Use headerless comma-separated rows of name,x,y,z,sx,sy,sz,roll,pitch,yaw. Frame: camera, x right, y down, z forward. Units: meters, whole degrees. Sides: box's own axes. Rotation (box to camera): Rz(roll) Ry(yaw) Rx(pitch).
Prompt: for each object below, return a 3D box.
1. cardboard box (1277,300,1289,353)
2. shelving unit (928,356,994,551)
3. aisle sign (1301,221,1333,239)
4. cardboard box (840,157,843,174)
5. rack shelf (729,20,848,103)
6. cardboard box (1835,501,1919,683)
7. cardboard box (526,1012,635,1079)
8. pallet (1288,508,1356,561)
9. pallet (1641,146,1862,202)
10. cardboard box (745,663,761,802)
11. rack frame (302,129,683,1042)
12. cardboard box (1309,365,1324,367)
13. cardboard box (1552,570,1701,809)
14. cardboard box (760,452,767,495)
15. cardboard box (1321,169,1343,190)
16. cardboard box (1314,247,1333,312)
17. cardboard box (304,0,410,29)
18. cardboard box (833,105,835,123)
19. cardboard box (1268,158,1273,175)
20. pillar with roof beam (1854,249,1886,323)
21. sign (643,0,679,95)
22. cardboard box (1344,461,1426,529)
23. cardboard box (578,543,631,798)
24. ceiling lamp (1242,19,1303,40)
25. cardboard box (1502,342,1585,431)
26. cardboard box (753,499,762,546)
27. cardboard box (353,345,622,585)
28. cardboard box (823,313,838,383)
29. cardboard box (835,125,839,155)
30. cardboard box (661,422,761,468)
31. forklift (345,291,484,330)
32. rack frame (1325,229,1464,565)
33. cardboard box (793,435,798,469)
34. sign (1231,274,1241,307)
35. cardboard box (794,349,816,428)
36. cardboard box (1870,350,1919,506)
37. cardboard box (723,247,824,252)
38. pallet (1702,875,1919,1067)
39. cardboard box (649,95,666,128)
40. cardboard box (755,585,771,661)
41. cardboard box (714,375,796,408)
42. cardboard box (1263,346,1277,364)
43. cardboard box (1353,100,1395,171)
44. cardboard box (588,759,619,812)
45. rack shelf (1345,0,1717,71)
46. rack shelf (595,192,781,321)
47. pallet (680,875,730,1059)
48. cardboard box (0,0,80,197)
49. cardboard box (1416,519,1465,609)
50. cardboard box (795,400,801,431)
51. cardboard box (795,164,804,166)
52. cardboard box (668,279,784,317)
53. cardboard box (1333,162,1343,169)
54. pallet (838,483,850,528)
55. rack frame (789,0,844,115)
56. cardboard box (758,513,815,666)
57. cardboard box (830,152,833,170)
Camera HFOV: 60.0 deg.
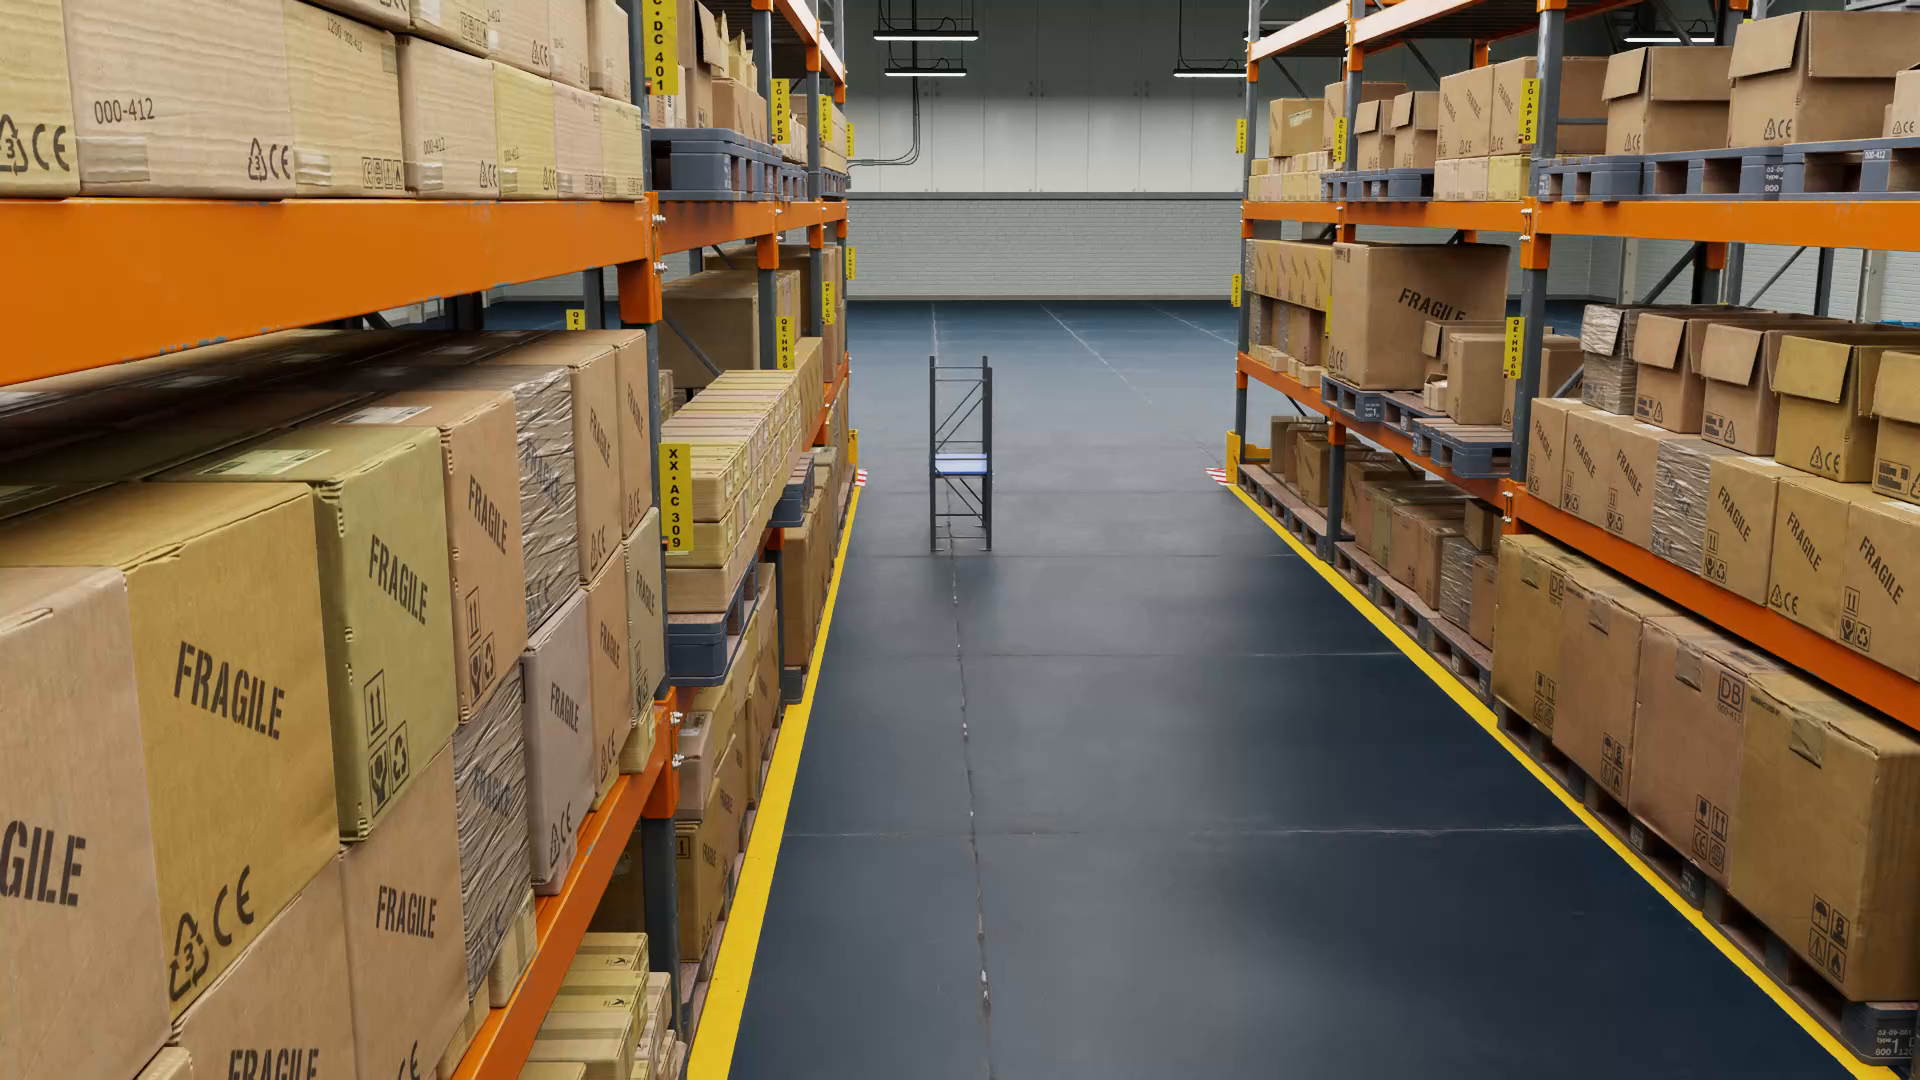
cardboard box,3.401,-1.972,15.234,0.875,0.500,0.500,0,11,-1
shelving unit,-0.002,-0.752,13.994,0.538,1.500,1.048,0,11,-1
aisle sign,3.619,-3.372,16.599,0.394,0.787,0.004,0,11,-1
cardboard box,-1.280,-3.470,15.400,0.380,0.149,0.250,0,11,-1
rack shelf,-1.600,-4.079,14.345,1.077,0.370,4.000,0,11,-1
cardboard box,3.285,0.160,5.476,0.500,0.500,0.500,0,11,-1
cardboard box,-1.068,1.370,4.378,0.380,0.149,0.250,0,11,-2
pallet,3.353,-0.056,13.806,1.003,0.211,1.213,0,11,-1
pallet,3.578,-1.522,6.948,1.003,0.211,1.213,0,11,1
cardboard box,-1.167,0.863,7.492,0.500,0.500,0.500,-1,11,-4
rack frame,-1.393,0.301,5.032,1.000,3.000,0.127,0,11,-1
cardboard box,3.174,-1.407,14.083,0.380,0.149,0.250,0,11,-1
cardboard box,3.489,0.655,7.572,1.225,0.875,0.875,0,11,-1
cardboard box,-0.973,-0.269,6.666,0.380,0.149,0.250,0,11,-2
cardboard box,3.132,-2.776,13.030,0.500,0.250,0.500,0,11,1
cardboard box,3.118,-2.063,13.168,0.500,0.500,0.500,0,11,-1
cardboard box,-1.070,-0.838,2.222,0.500,0.250,0.500,0,11,0
cardboard box,-1.254,-3.609,14.077,0.380,0.149,0.250,0,11,-1
cardboard box,3.066,-3.465,15.424,0.380,0.149,0.250,0,11,1
pillar with roof beam,14.380,-8.511,33.377,9.100,9.000,0.548,0,11,-1
sign,-0.851,-1.426,4.701,0.100,0.325,0.005,0,11,-1
cardboard box,3.434,-0.350,13.471,0.500,0.500,0.500,-1,11,-3
cardboard box,-1.091,0.304,4.015,0.500,0.500,0.500,-1,11,-3
ceiling lamp,6.406,-11.145,31.680,2.000,3.185,0.800,0,11,-1
cardboard box,3.434,-0.857,9.429,0.500,0.500,0.500,-2,12,-8
cardboard box,-0.964,-0.067,6.422,0.380,0.149,0.250,-1,11,-4
cardboard box,-1.097,-0.189,3.931,0.500,0.500,0.500,-1,11,-3
cardboard box,-1.505,-1.653,14.287,0.875,0.550,0.550,0,11,-1
cardboard box,-1.323,-3.486,14.475,0.500,0.250,0.500,0,11,-1
cardboard box,-0.964,-0.360,6.371,0.380,0.149,0.250,0,11,-2
forklift,-3.882,-0.989,11.562,1.130,2.935,3.031,-5,12,-23
rack frame,3.403,-1.290,12.872,1.000,3.000,0.127,0,11,-1
cardboard box,-1.003,-0.431,8.217,0.380,0.149,0.250,0,11,-1
sign,2.778,-2.507,16.694,0.100,0.325,0.005,0,11,-1
cardboard box,-1.259,-1.035,11.364,0.500,0.500,0.500,0,11,-1
cardboard box,3.547,-0.367,5.549,0.797,0.503,0.637,-1,11,-3
cardboard box,-1.693,-2.393,15.215,0.875,0.550,0.550,0,11,-1
pallet,3.477,1.514,6.065,1.003,0.211,1.213,0,11,-1
cardboard box,-1.291,-1.500,5.055,0.700,0.500,0.500,0,11,-1
cardboard box,-1.178,0.393,7.924,0.500,0.250,0.500,0,11,0
cardboard box,-1.004,-0.723,8.158,0.380,0.149,0.250,0,11,-2
cardboard box,3.090,-1.755,15.797,0.380,0.149,0.250,0,11,-1
cardboard box,3.313,-2.922,12.059,0.797,0.503,0.637,-1,11,-4
cardboard box,-1.093,0.584,4.268,0.380,0.149,0.250,0,11,1
rack shelf,3.444,-3.284,10.427,1.077,0.370,4.000,0,11,-1
rack shelf,-1.434,-1.214,6.765,1.077,0.370,4.000,0,11,-1
pallet,-1.411,1.513,6.072,1.003,0.211,1.213,0,11,-1
cardboard box,-1.064,-0.391,1.274,0.500,0.250,0.500,0,11,1
cardboard box,3.409,0.159,10.912,0.700,0.500,0.500,1,11,4
cardboard box,-1.010,-0.626,8.430,0.380,0.149,0.250,0,11,0
cardboard box,-1.384,-2.801,11.846,0.500,0.250,0.500,0,11,-1
cardboard box,-1.510,-1.427,10.781,0.700,0.500,0.500,0,11,-2
cardboard box,3.107,-2.945,12.861,0.380,0.149,0.250,0,11,1
pallet,-1.524,-0.317,15.093,1.003,0.211,1.213,0,11,-1
rack frame,-1.641,-5.025,16.193,1.000,3.000,0.127,0,11,-1
cardboard box,-1.398,0.281,9.732,1.050,0.750,0.750,0,11,-2
cardboard box,-1.242,-3.116,13.653,0.380,0.149,0.250,0,11,-2
